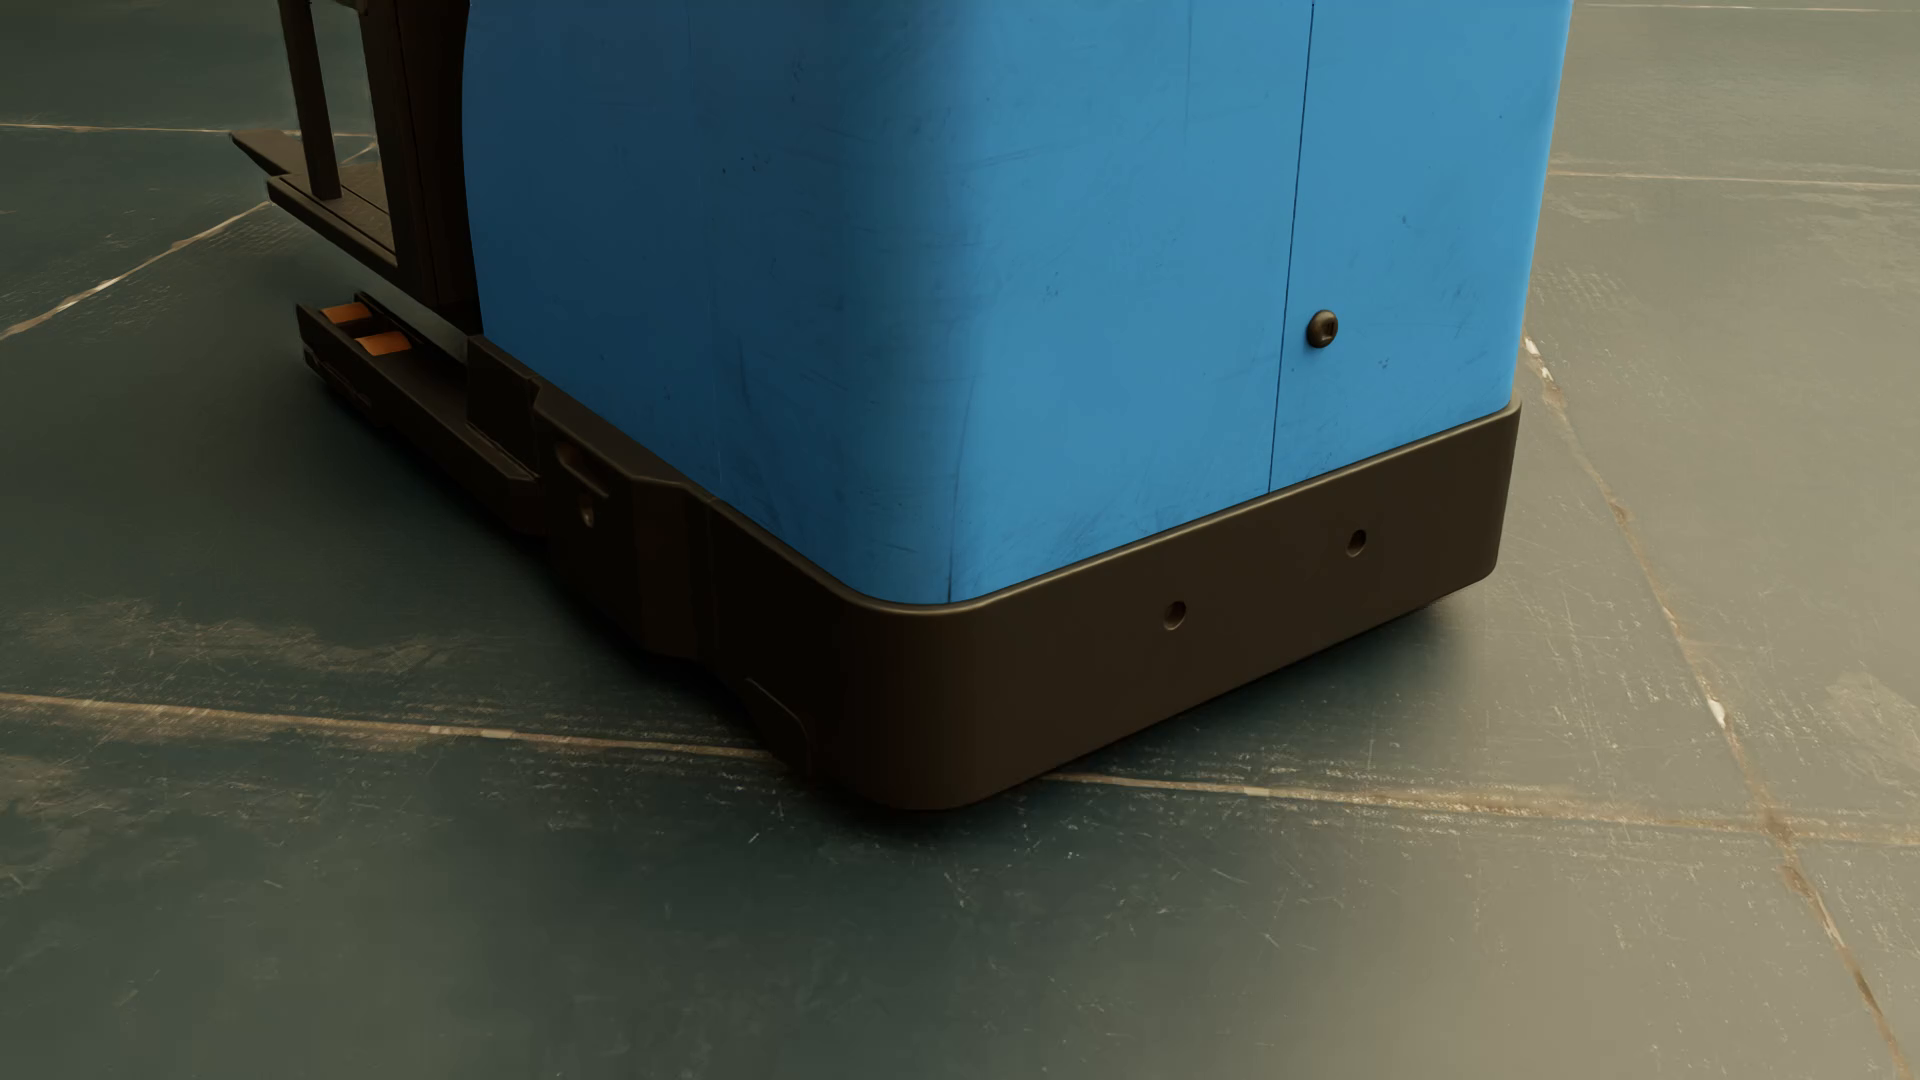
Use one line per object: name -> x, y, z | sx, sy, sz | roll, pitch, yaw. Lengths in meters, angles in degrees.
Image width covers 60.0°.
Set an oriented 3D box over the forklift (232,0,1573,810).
forklift -> -0.544, -1.623, 2.469 | 1.130, 2.935, 3.031 | -18, 32, -32
